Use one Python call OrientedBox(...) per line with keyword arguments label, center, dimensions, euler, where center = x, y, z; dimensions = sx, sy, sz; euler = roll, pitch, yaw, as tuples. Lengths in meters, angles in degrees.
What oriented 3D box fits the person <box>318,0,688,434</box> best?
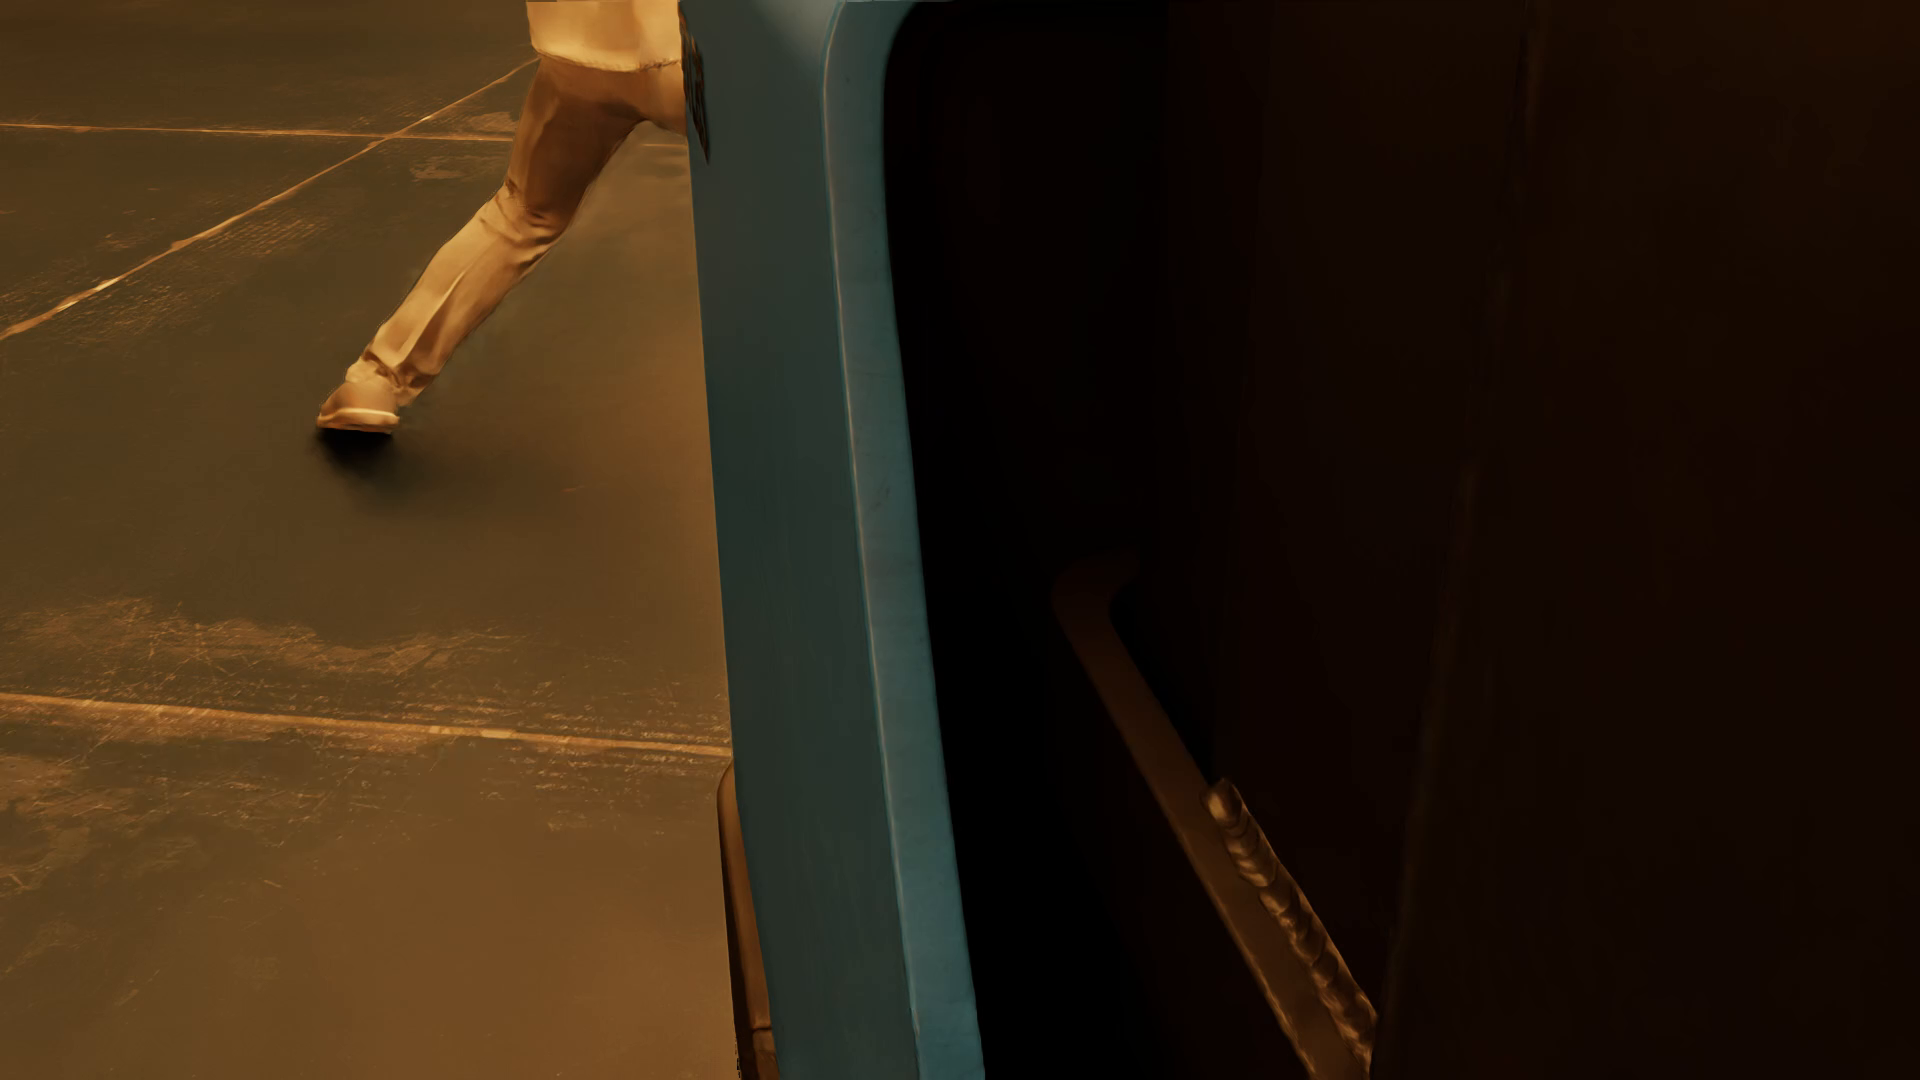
OrientedBox(label="person", center=(-0.417, -0.834, 2.519), dimensions=(1.194, 1.484, 0.893), euler=(17, 31, 31))
